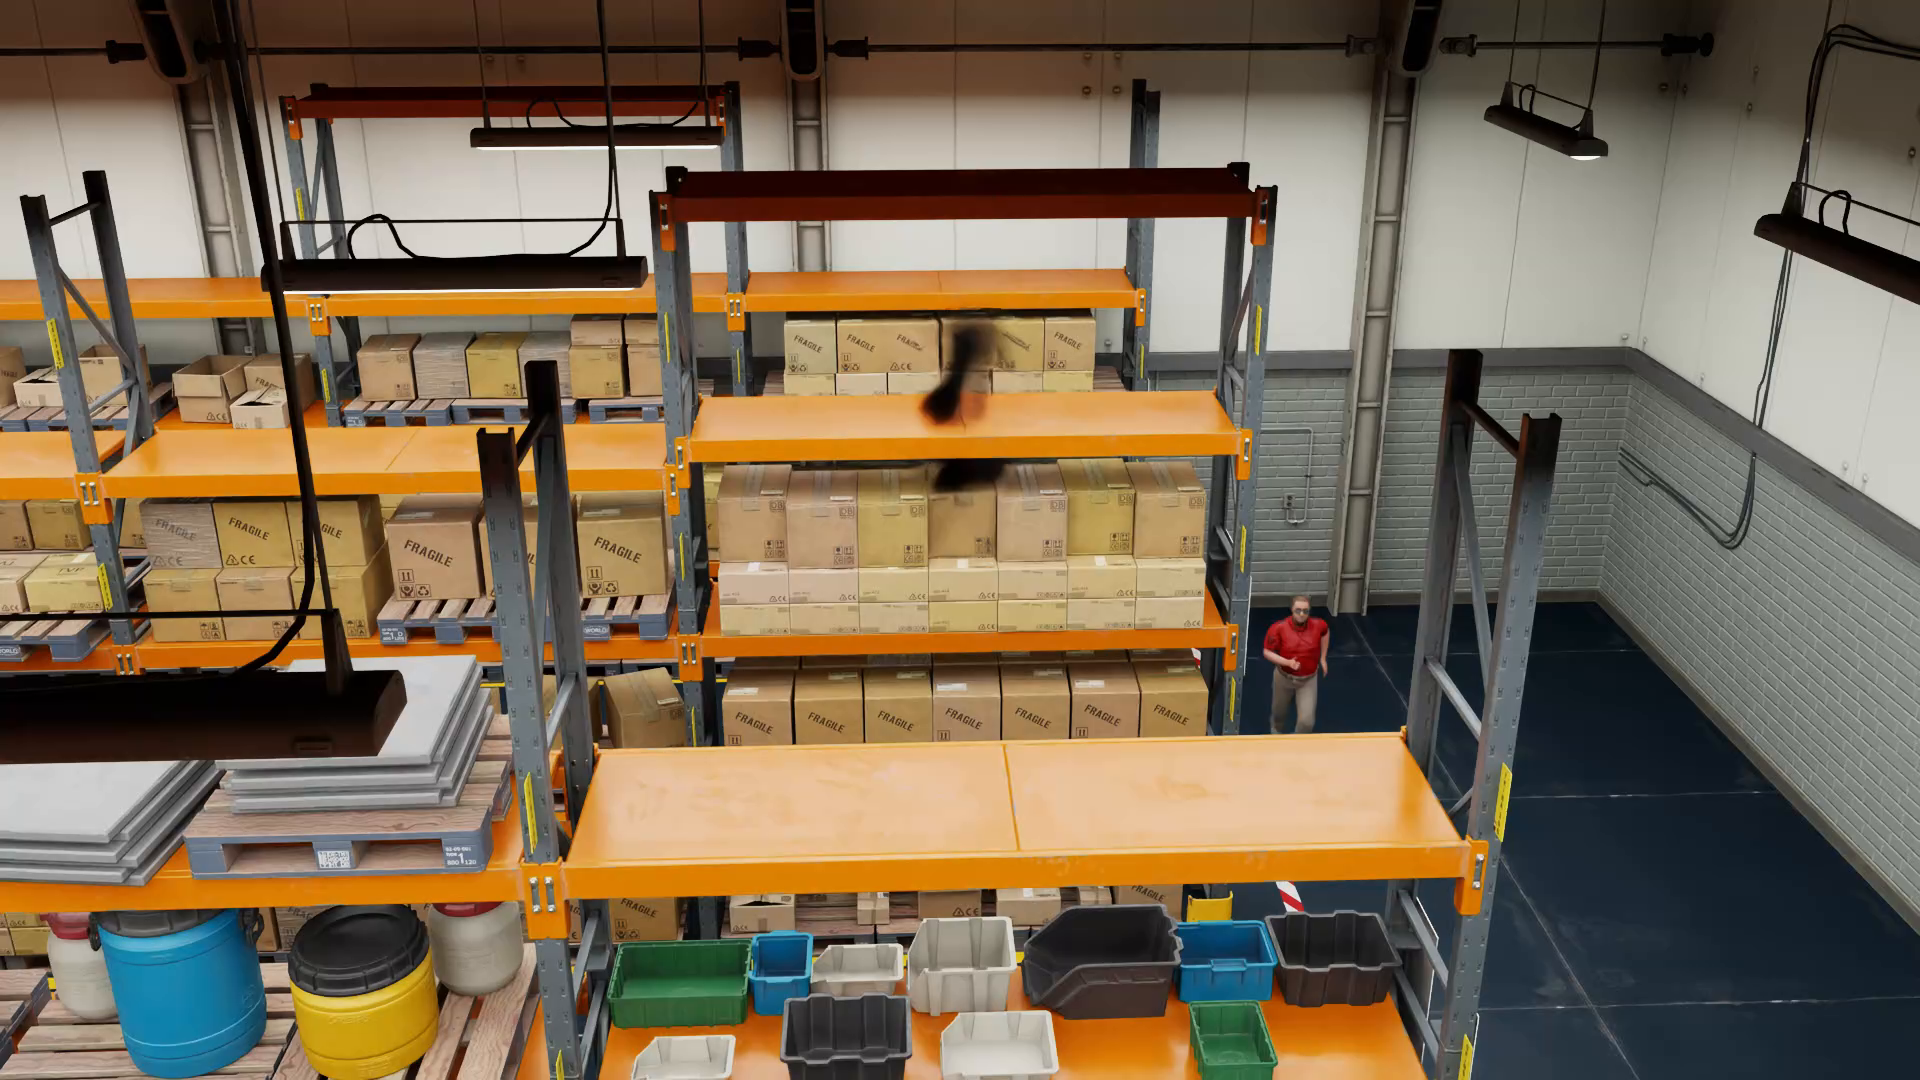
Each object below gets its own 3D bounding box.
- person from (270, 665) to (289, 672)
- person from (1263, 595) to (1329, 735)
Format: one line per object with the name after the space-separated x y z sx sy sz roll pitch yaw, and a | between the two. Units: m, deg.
-5.616 1.763 14.536 0.949 1.703 0.693 -4 22 -9 | person
3.131 1.330 15.582 0.644 1.792 0.886 1 22 3 | person
